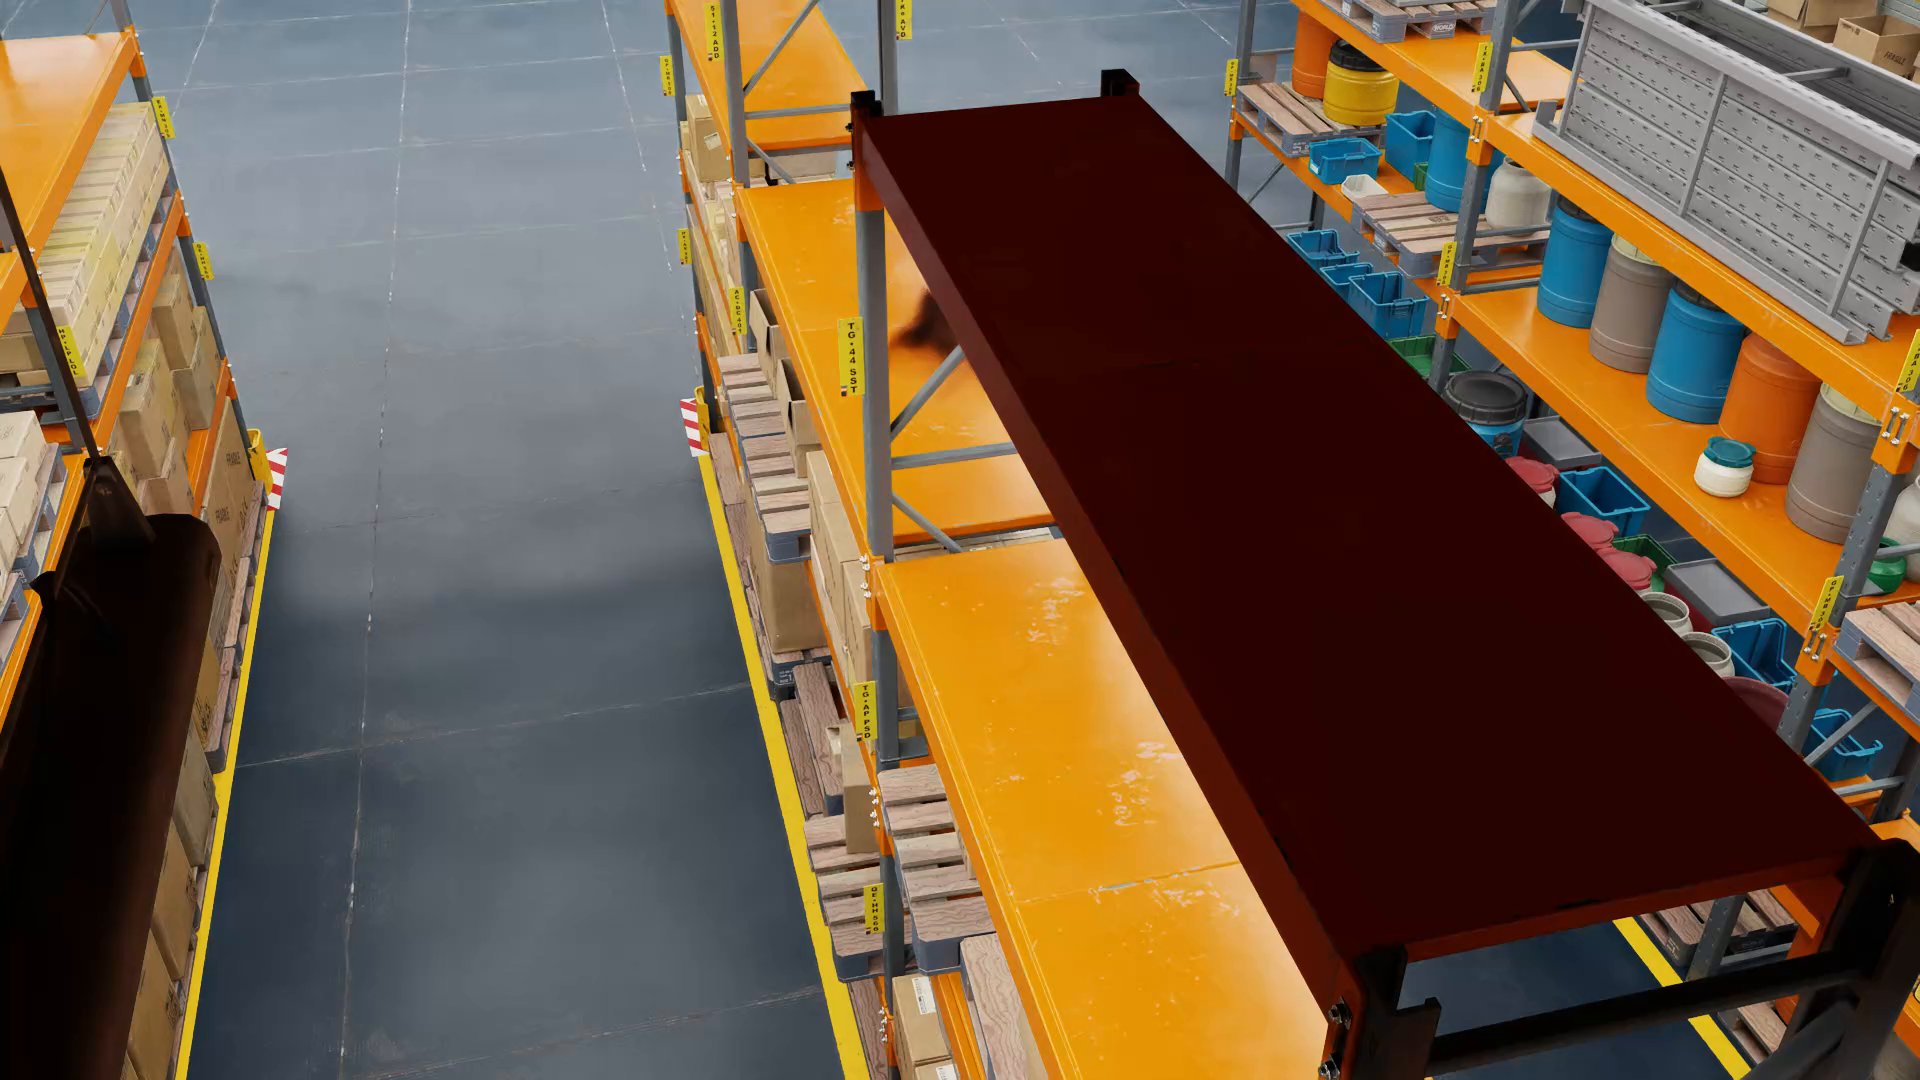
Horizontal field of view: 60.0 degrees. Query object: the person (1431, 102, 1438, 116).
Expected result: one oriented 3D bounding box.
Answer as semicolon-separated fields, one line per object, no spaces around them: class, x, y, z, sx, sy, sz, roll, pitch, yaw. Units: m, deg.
person;5.349;-4.214;18.629;0.963;1.776;0.690;7;35;11
